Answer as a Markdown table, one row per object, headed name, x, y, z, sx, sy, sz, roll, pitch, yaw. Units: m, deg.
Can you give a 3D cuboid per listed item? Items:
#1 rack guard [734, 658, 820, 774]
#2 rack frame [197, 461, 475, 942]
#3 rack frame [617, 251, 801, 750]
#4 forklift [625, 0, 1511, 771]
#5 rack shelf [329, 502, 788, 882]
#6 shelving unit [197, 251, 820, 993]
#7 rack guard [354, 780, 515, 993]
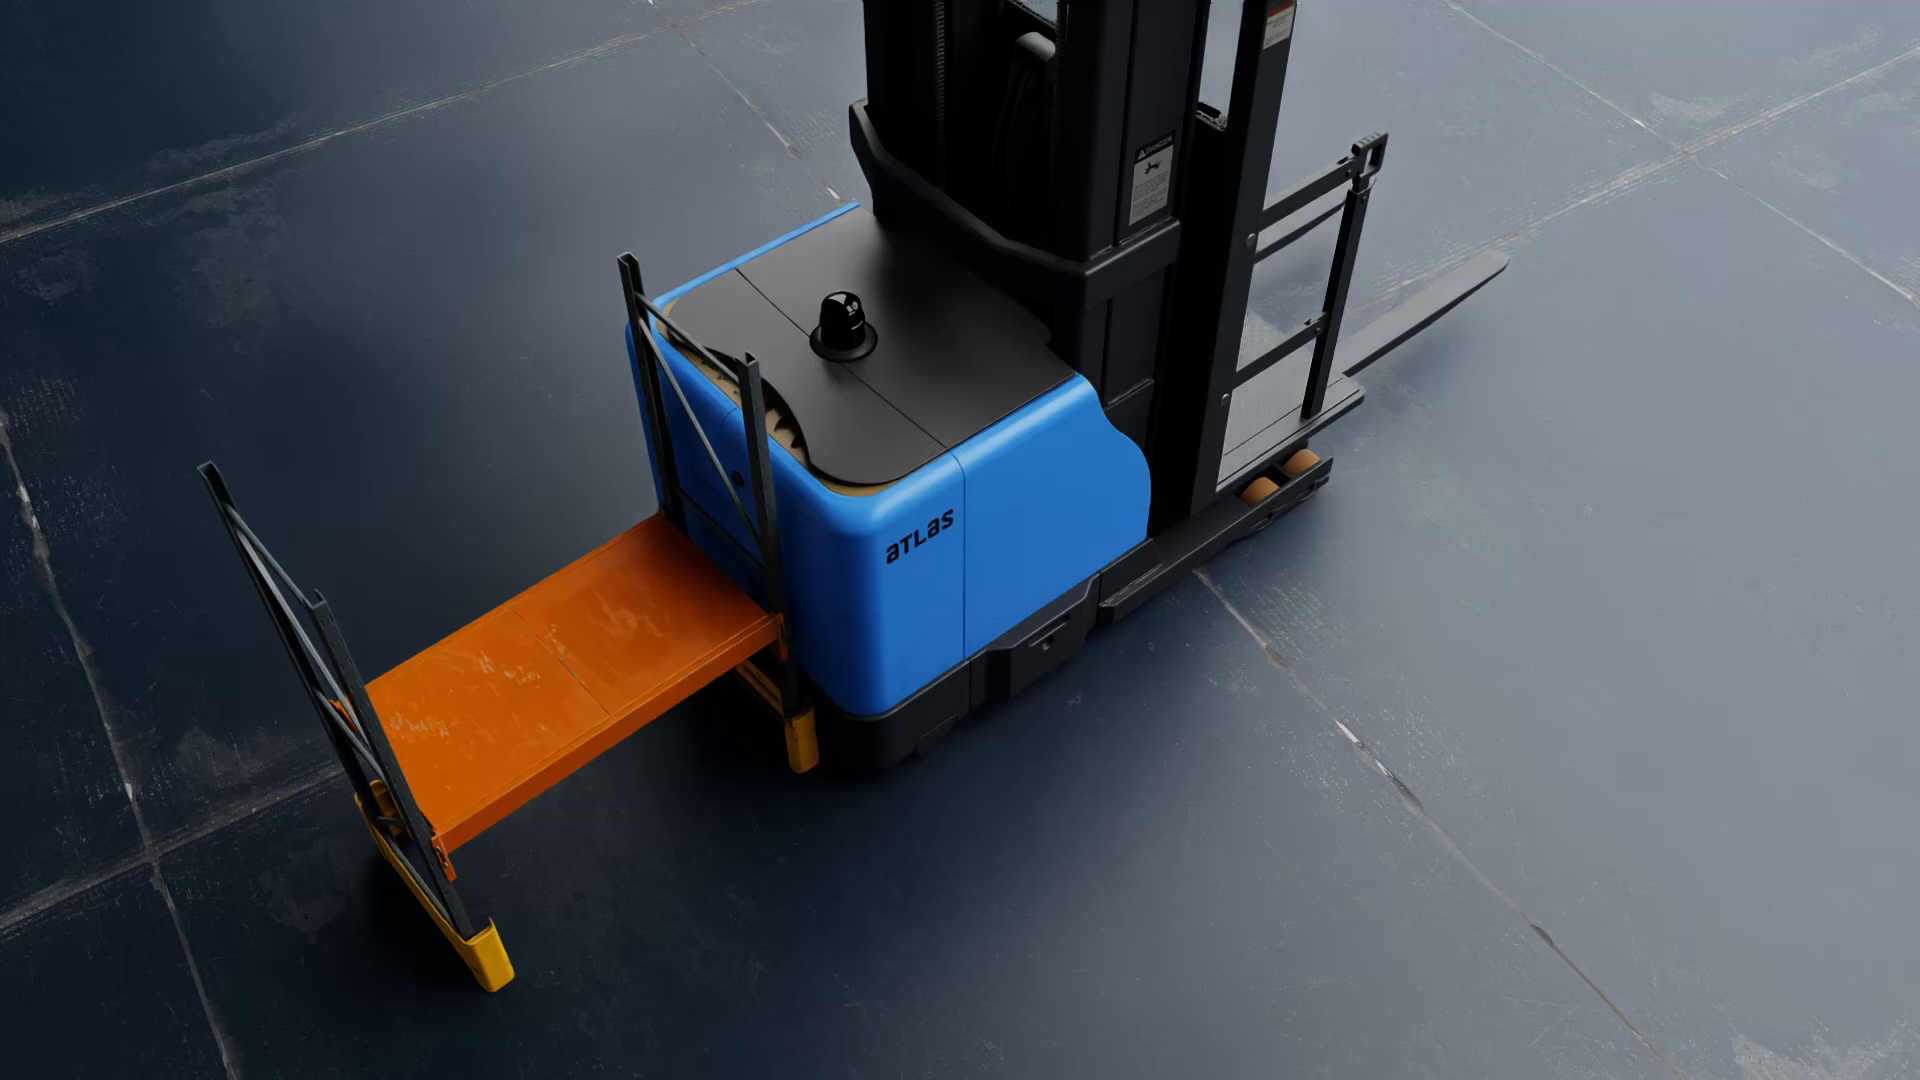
| name | x | y | z | sx | sy | sz | roll | pitch | yaw |
| --- | --- | --- | --- | --- | --- | --- | --- | --- | --- |
| rack guard | -0.613 | 0.395 | 4.731 | 0.087 | 0.250 | 0.587 | -34 | 56 | -26 |
| rack frame | -1.372 | 0.483 | 3.815 | 0.032 | 1.500 | 0.500 | -34 | 56 | -26 |
| rack frame | -0.612 | -0.021 | 4.264 | 0.032 | 1.500 | 0.500 | -34 | 56 | -26 |
| forklift | 0.560 | -1.282 | 4.429 | 3.031 | 2.935 | 1.130 | -32 | 56 | -25 |
| rack shelf | -0.992 | 0.351 | 4.174 | 1.000 | 0.185 | 0.538 | -34 | 56 | -26 |
| shelving unit | -0.985 | 0.227 | 4.044 | 1.083 | 1.500 | 0.587 | -34 | 56 | -26 |
| rack guard | -1.358 | 0.889 | 4.291 | 0.087 | 0.250 | 0.587 | -34 | 56 | -26 |
